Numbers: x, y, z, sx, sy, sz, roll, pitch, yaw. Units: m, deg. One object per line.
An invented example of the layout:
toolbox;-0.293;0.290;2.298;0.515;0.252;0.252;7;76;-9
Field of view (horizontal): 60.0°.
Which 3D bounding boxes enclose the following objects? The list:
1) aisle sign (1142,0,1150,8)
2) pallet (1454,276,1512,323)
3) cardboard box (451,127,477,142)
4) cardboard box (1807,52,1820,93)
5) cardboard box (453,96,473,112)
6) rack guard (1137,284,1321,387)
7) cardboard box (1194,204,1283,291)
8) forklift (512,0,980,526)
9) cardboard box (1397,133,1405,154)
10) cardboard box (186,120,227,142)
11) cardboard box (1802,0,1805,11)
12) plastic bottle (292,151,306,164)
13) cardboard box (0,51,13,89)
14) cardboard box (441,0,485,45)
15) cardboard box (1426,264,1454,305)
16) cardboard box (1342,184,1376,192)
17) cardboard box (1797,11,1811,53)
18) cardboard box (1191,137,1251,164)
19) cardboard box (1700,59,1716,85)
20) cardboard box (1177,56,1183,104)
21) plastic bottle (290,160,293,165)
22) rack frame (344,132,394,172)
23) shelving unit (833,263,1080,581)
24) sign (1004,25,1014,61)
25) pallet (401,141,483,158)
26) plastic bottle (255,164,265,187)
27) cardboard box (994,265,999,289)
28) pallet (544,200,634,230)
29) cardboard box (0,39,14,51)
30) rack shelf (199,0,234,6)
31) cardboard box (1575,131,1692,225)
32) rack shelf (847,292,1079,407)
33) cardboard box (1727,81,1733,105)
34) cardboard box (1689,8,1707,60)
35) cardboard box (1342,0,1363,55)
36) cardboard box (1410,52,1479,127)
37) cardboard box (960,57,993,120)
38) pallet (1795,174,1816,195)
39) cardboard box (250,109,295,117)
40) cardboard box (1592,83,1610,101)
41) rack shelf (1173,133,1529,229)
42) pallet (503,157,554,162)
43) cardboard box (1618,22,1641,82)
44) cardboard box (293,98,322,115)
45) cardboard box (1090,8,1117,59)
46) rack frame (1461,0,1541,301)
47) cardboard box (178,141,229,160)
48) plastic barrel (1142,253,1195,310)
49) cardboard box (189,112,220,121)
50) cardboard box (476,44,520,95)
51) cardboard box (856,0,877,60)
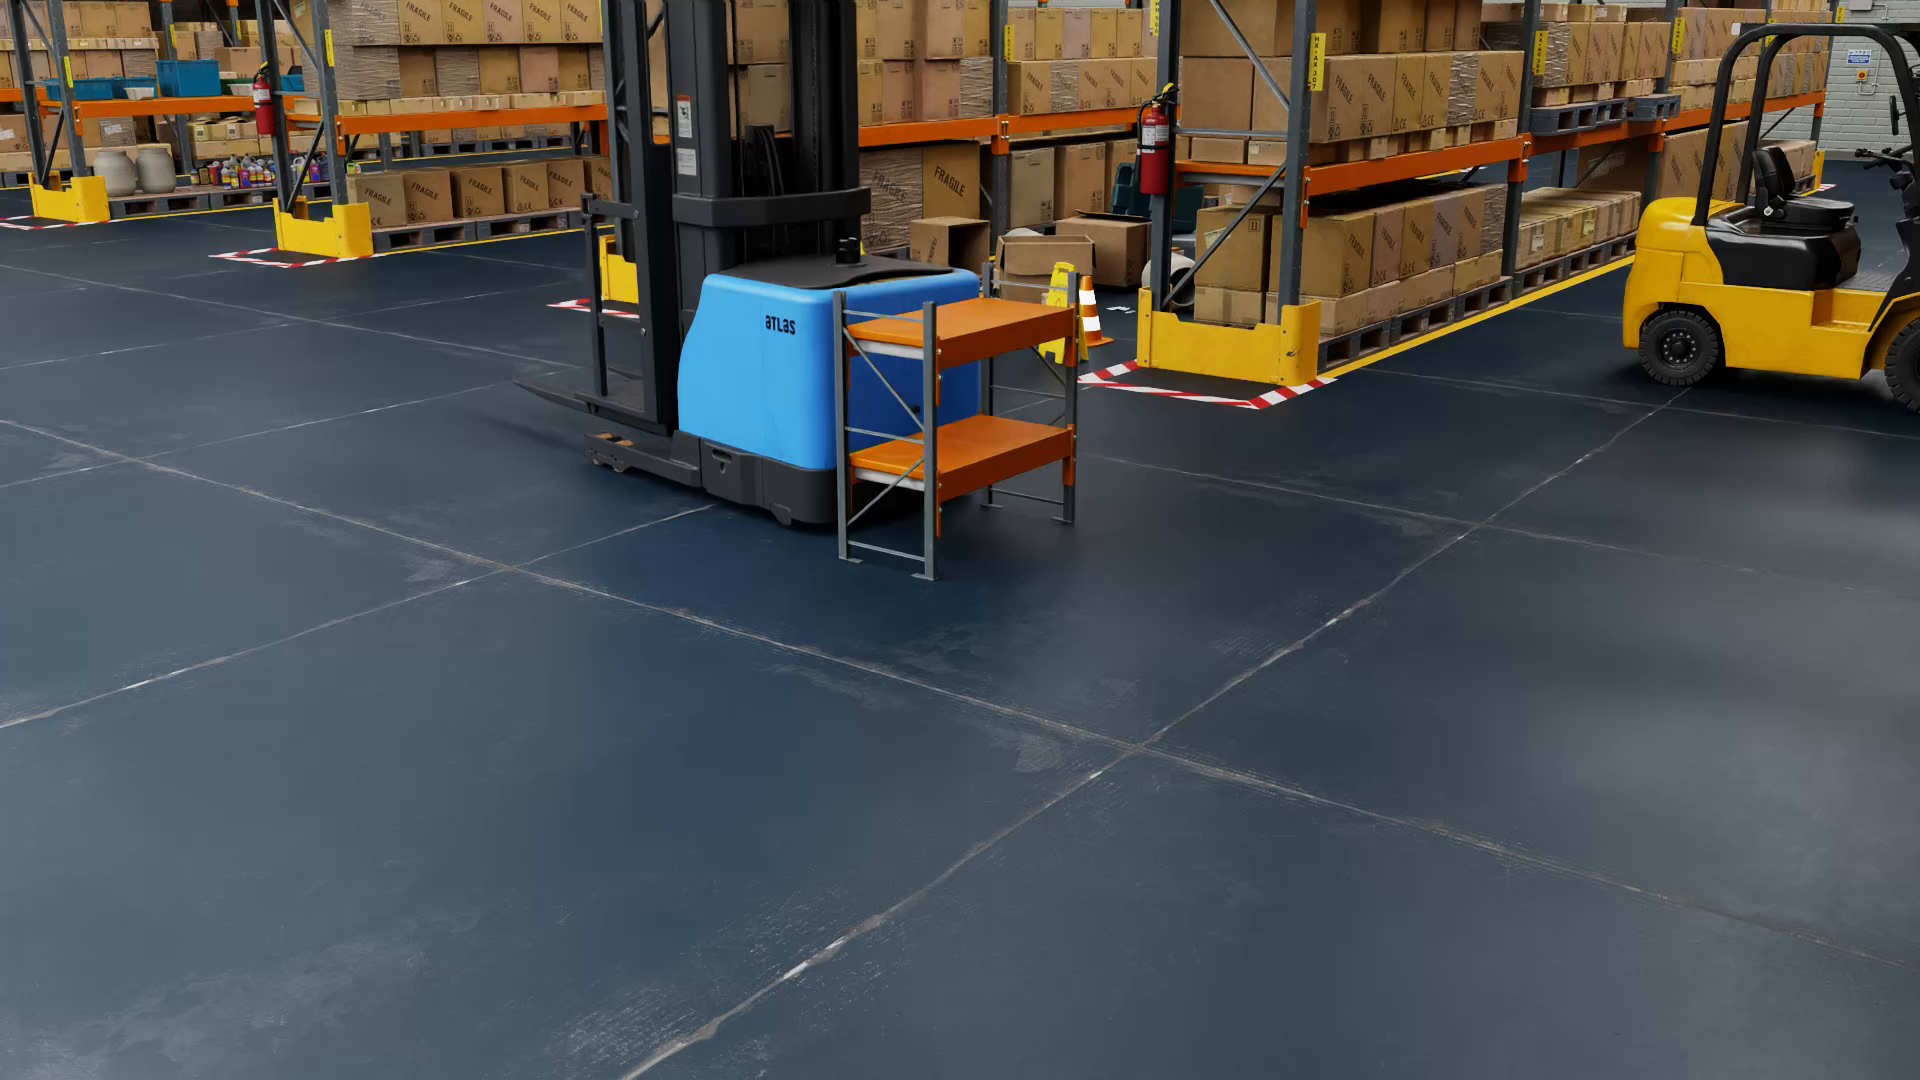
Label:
aisle sign;3.041;-9.376;27.994;0.394;0.787;0.004;12;21;35
pallet;3.676;-1.957;13.189;1.003;0.211;1.213;12;21;35
cardboard box;-8.673;-7.110;28.554;0.500;0.500;0.500;12;21;33
cardboard box;10.812;-6.082;21.602;0.500;0.500;0.500;12;21;34
cardboard box;-5.194;-4.458;16.964;0.380;0.149;0.250;12;21;35
rack guard;1.710;-1.326;10.671;1.175;0.500;0.348;12;21;35
cardboard box;1.932;-1.984;11.240;0.500;0.500;0.500;13;21;35
forklift;-1.259;-1.824;8.175;1.130;2.935;3.031;-15;23;-40
cardboard box;2.820;-2.731;11.404;0.380;0.149;0.250;13;22;37
cardboard box;-11.418;-6.167;25.027;0.500;0.311;0.500;13;21;35
cardboard box;10.257;-6.654;20.665;0.380;0.149;0.250;13;22;36
plastic bottle;-8.587;-4.882;21.630;0.144;0.351;0.185;12;21;35
cardboard box;-13.350;-6.404;22.640;0.700;0.500;0.500;13;21;35
cardboard box;-5.148;-5.240;16.705;0.500;0.500;0.500;12;21;35
cardboard box;3.295;-1.905;12.248;0.500;0.250;0.500;13;21;36
cardboard box;2.894;-2.711;12.484;0.380;0.149;0.250;14;22;38
cardboard box;10.215;-6.315;20.666;0.500;0.500;0.500;12;21;34
cardboard box;1.715;-2.509;10.688;0.380;0.149;0.250;13;22;37
cardboard box;7.547;-4.891;17.345;0.500;0.250;0.500;12;21;34
cardboard box;2.343;-5.151;18.604;0.500;0.500;0.500;12;21;35
plastic bottle;-8.446;-4.679;21.091;0.061;0.283;0.133;12;21;35
rack frame;-7.889;-6.081;21.768;1.000;3.000;0.127;12;21;35
shelving unit;0.004;-0.539;7.082;0.538;1.125;1.048;12;21;35
sign;0.459;-4.659;15.595;0.100;0.325;0.005;12;21;35
pallet;-9.006;-6.749;28.622;1.003;0.211;1.213;12;21;35
plastic bottle;-8.678;-4.518;20.592;0.097;0.271;0.097;0;17;0
cardboard box;0.467;-2.265;14.089;0.258;0.266;0.396;-16;23;-41
pallet;-4.283;-3.708;18.828;1.003;0.211;1.213;12;21;35
cardboard box;-13.076;-6.725;22.578;0.380;0.149;0.250;12;21;34
rack shelf;-14.654;-9.397;28.601;1.077;0.370;4.000;12;21;35
cardboard box;6.909;-3.743;17.114;0.875;0.875;0.875;12;21;34
rack shelf;0.004;-0.818;6.995;0.538;0.278;1.000;12;21;35
cardboard box;8.129;-4.899;18.215;0.500;0.250;0.500;12;21;33
cardboard box;7.209;-5.127;16.840;0.500;0.500;0.500;13;21;35
cardboard box;2.322;-3.588;11.385;0.700;0.500;0.500;12;21;34
cardboard box;3.376;-3.246;11.970;0.500;0.500;0.500;13;22;36
cardboard box;-0.198;-4.287;15.738;0.875;0.550;0.550;12;21;35
pallet;10.784;-4.777;22.270;1.003;0.211;1.213;12;21;35
cardboard box;-12.918;-8.110;31.219;0.750;0.750;0.750;12;21;34
cardboard box;5.430;-3.917;14.513;0.380;0.149;0.250;13;22;37
rack shelf;2.856;-2.635;11.883;1.077;0.370;4.000;12;21;35
pallet;-5.998;-5.524;24.677;1.003;0.211;1.213;12;21;35
cardboard box;5.784;-4.395;14.960;0.500;0.500;0.500;11;20;31
cardboard box;-6.290;-4.237;16.255;0.380;0.149;0.250;12;21;35
cardboard box;1.211;-5.313;17.440;0.700;0.500;0.500;12;21;34
rack frame;4.048;-3.455;13.310;1.000;3.000;0.127;12;21;35
cardboard box;-11.425;-5.897;25.103;0.500;0.250;0.500;12;21;33
plastic barrel;1.679;-2.031;13.070;0.421;0.421;0.512;-4;18;-13
cardboard box;-13.849;-7.620;30.197;0.700;0.500;0.500;13;21;35
cardboard box;-5.103;-4.938;17.416;0.875;0.500;0.500;12;21;35
cardboard box;-1.211;-4.427;14.369;0.875;0.550;0.500;12;21;35
